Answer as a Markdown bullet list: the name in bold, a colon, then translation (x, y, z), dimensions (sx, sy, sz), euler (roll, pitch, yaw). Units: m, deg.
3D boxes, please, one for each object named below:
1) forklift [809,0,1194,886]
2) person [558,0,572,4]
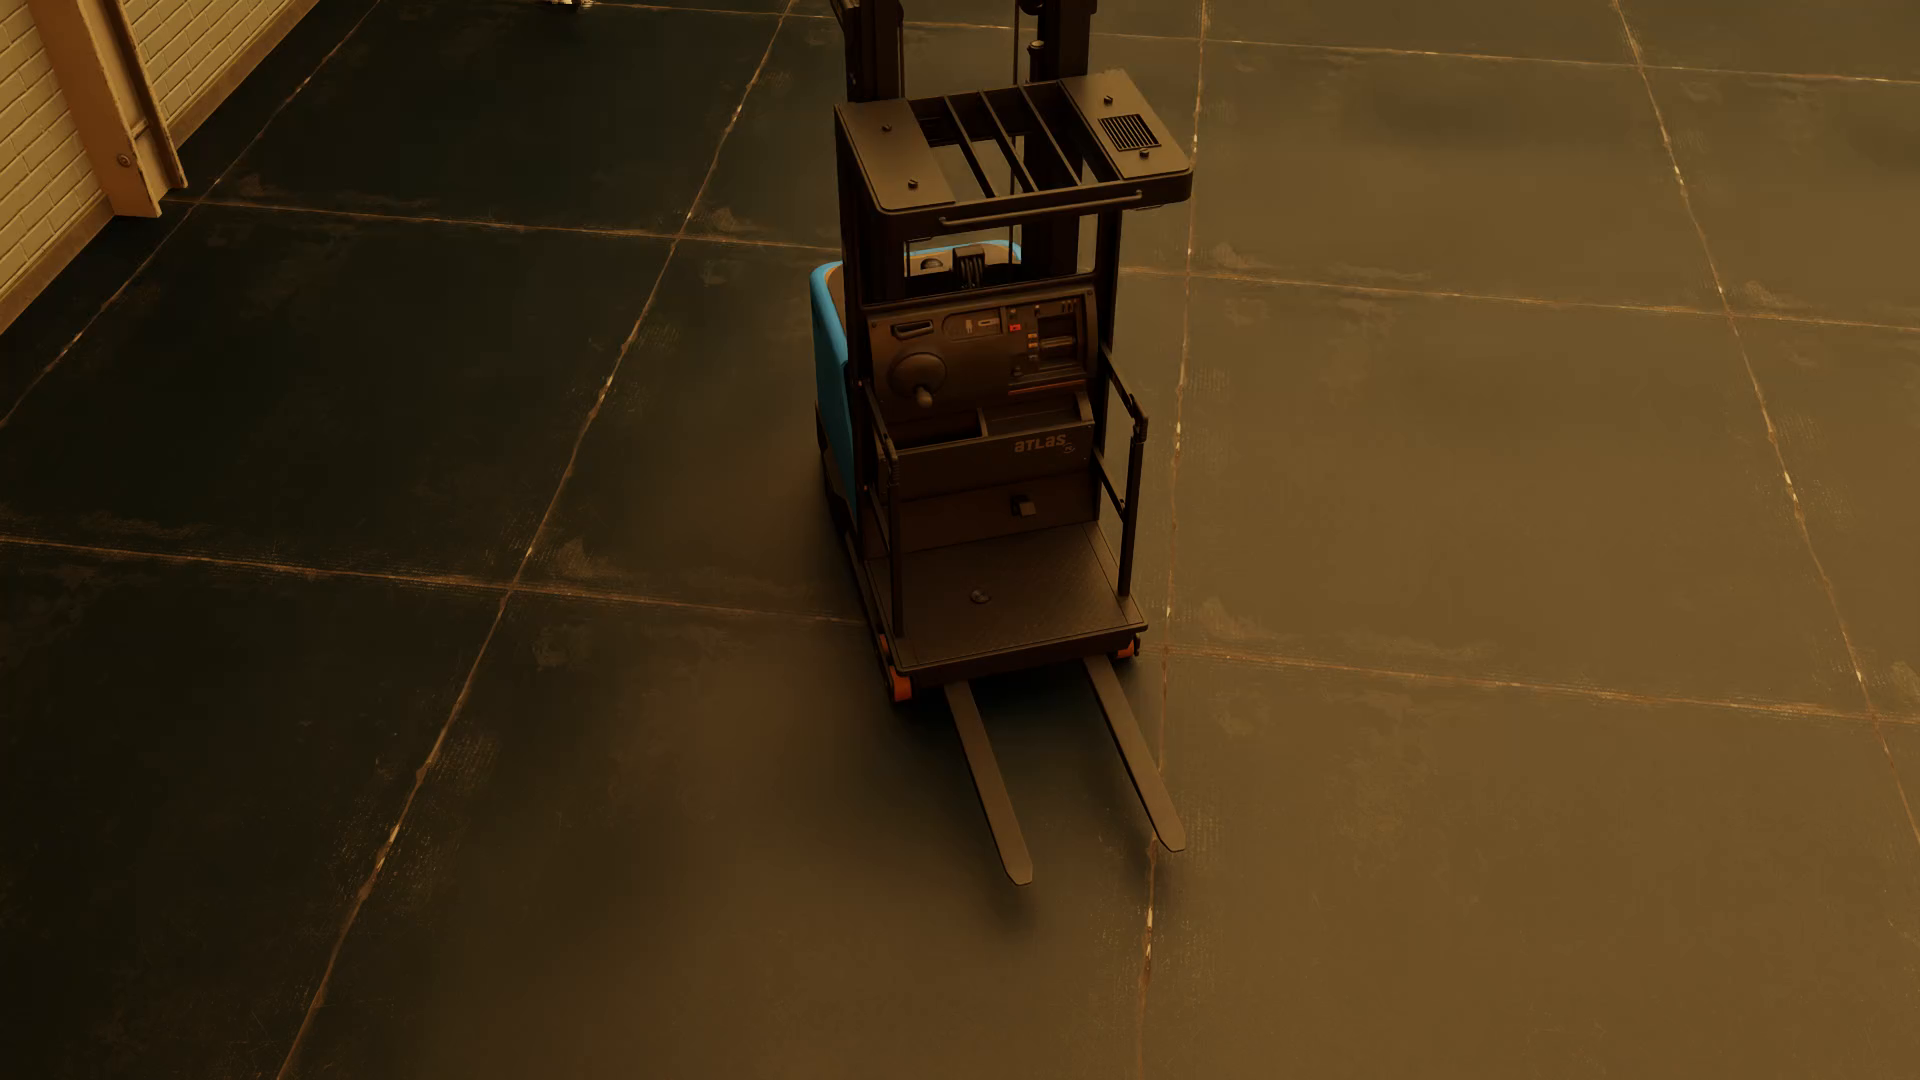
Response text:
- **forklift**: translation (0.153, -0.681, 6.465), dimensions (1.130, 2.935, 3.031), euler (-10, 44, -11)
- **person**: translation (-2.872, -4.585, 11.646), dimensions (0.526, 1.684, 0.512), euler (-14, 44, -14)
